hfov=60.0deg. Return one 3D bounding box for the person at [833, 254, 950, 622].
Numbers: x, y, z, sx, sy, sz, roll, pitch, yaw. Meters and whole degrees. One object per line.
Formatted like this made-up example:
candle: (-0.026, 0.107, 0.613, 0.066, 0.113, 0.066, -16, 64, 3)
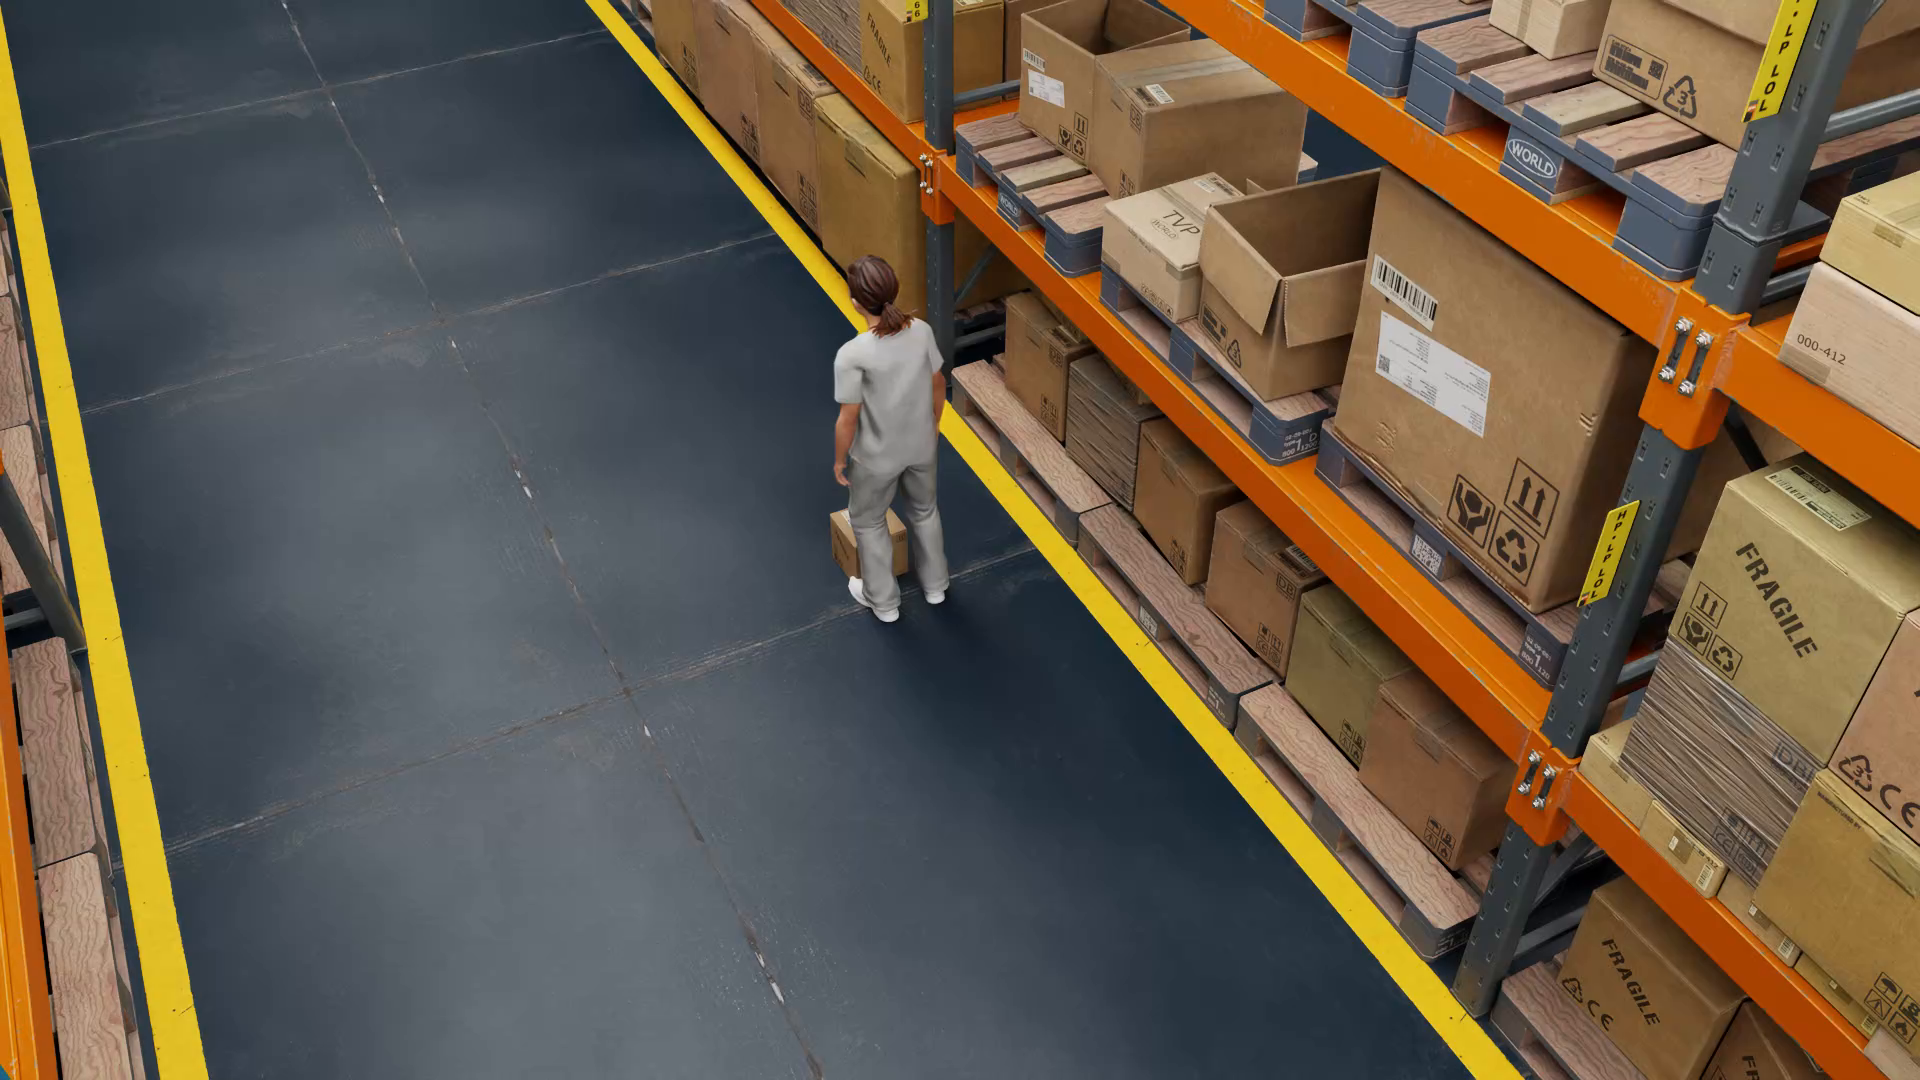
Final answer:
person: (-0.273, -0.375, 6.587, 0.512, 1.671, 0.363, -22, 46, -23)
